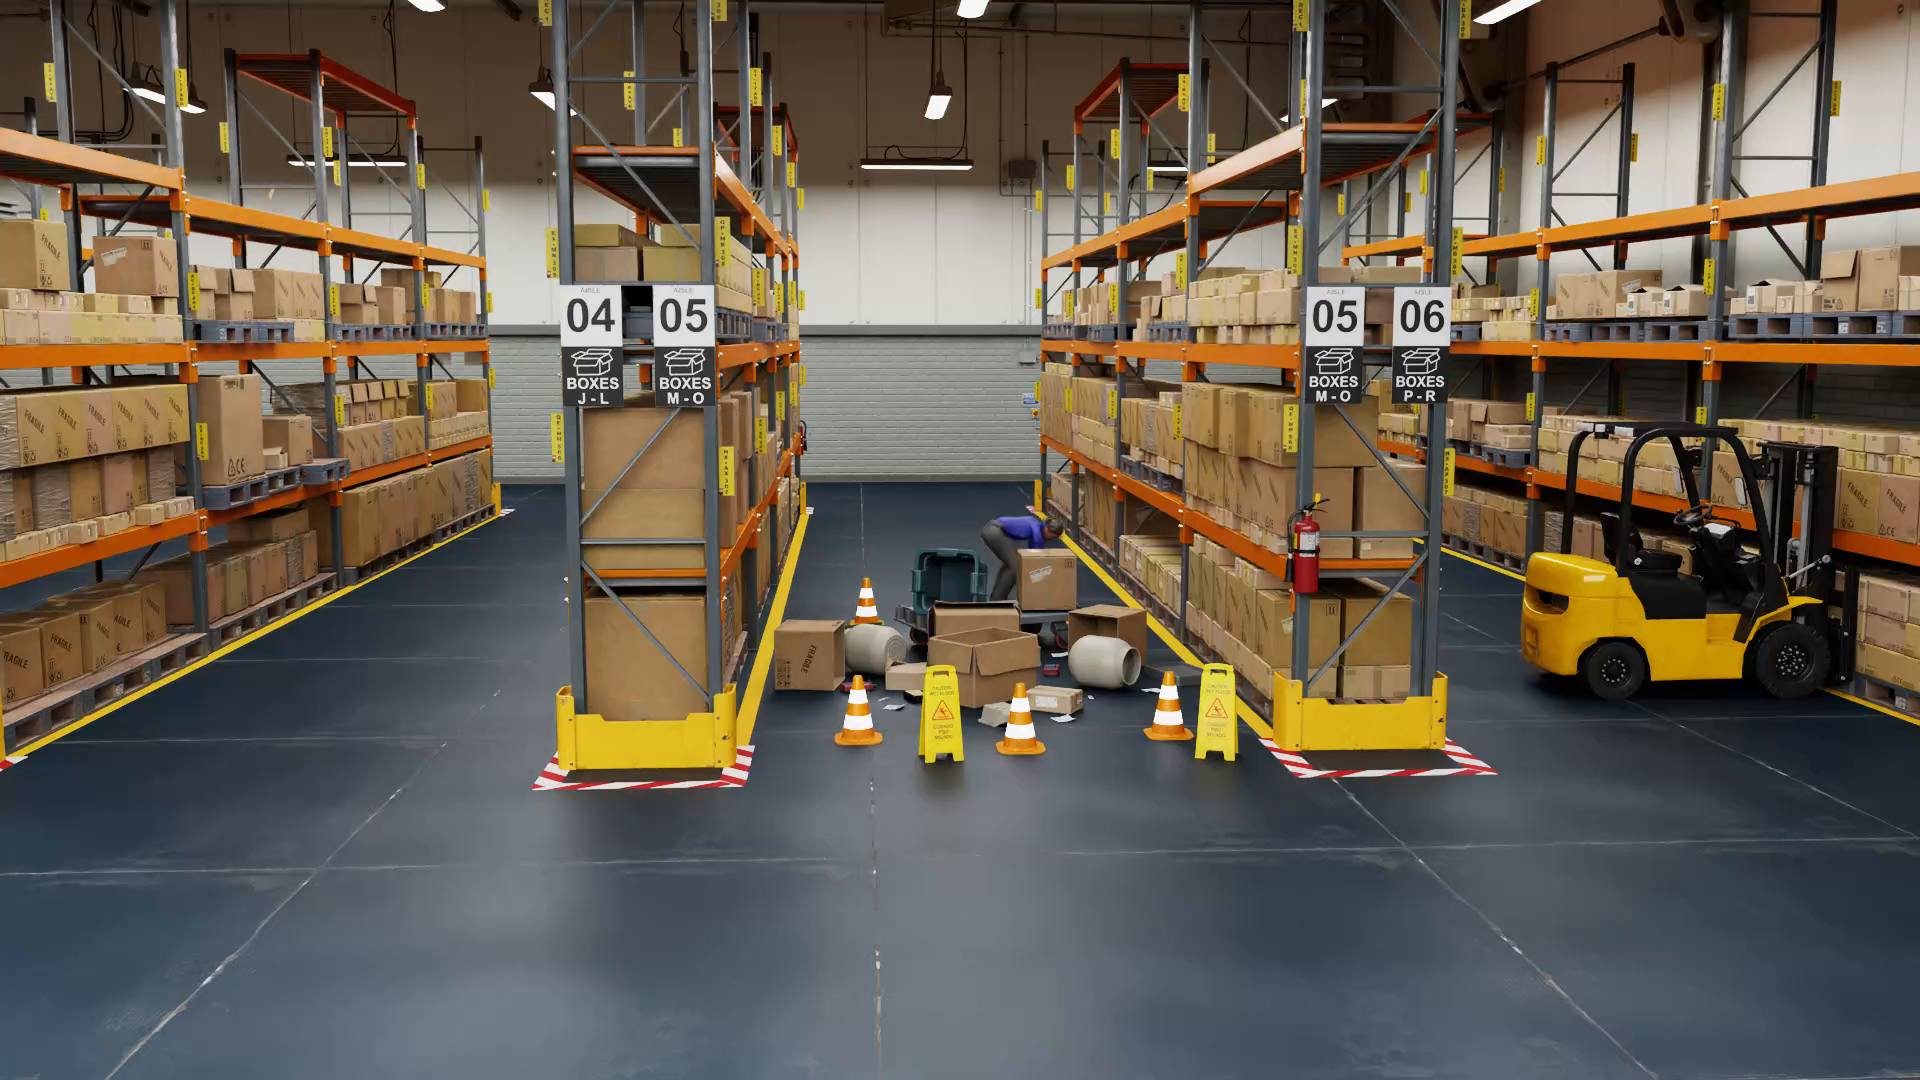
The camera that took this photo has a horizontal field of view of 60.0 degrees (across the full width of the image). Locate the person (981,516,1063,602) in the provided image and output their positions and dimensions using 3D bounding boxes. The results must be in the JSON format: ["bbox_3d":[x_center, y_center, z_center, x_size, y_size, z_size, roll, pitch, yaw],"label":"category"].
[{"bbox_3d":[0.667,0.229,17.769,0.878,0.965,0.445,-1,7,-6],"label":"person"}]
